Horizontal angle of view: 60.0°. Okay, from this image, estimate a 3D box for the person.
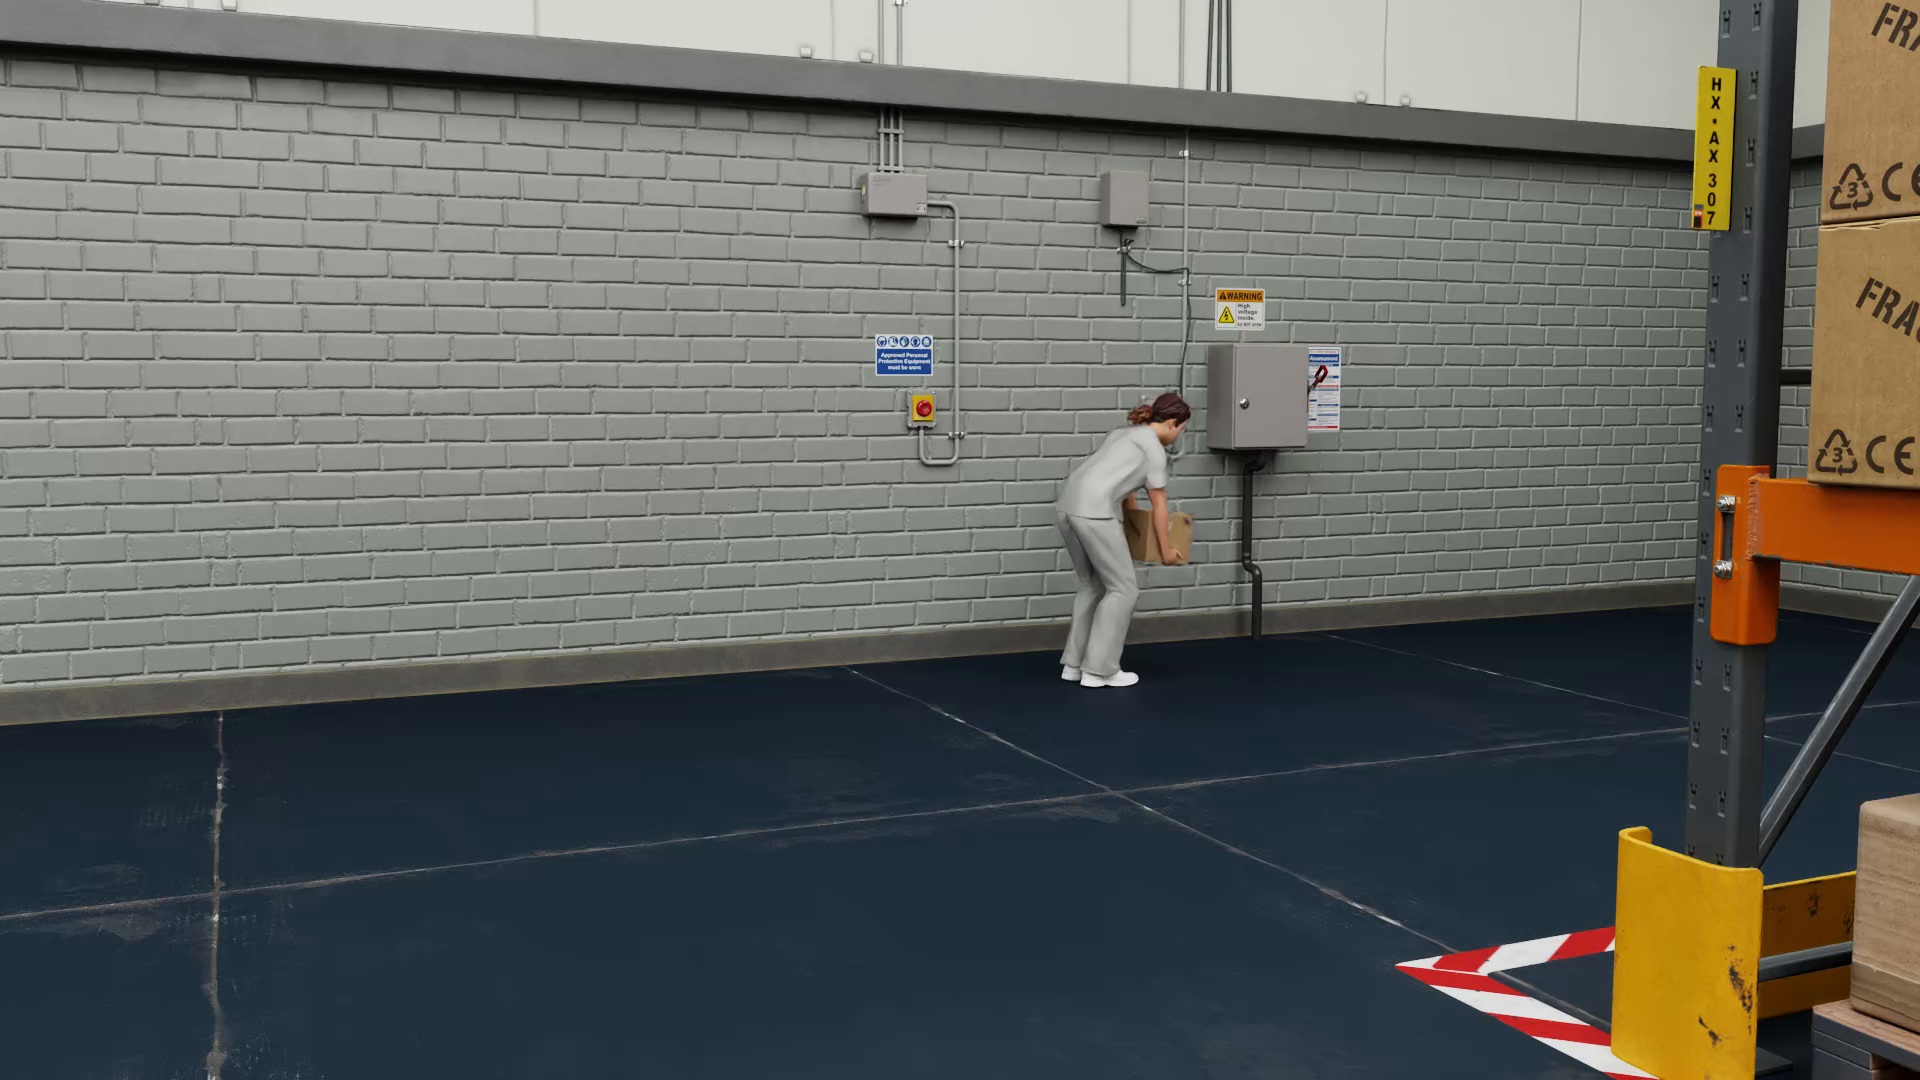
[{"bbox_3d":[0.831,-0.011,8.313,0.723,1.446,0.415,-3,6,-25],"label":"person"}]
